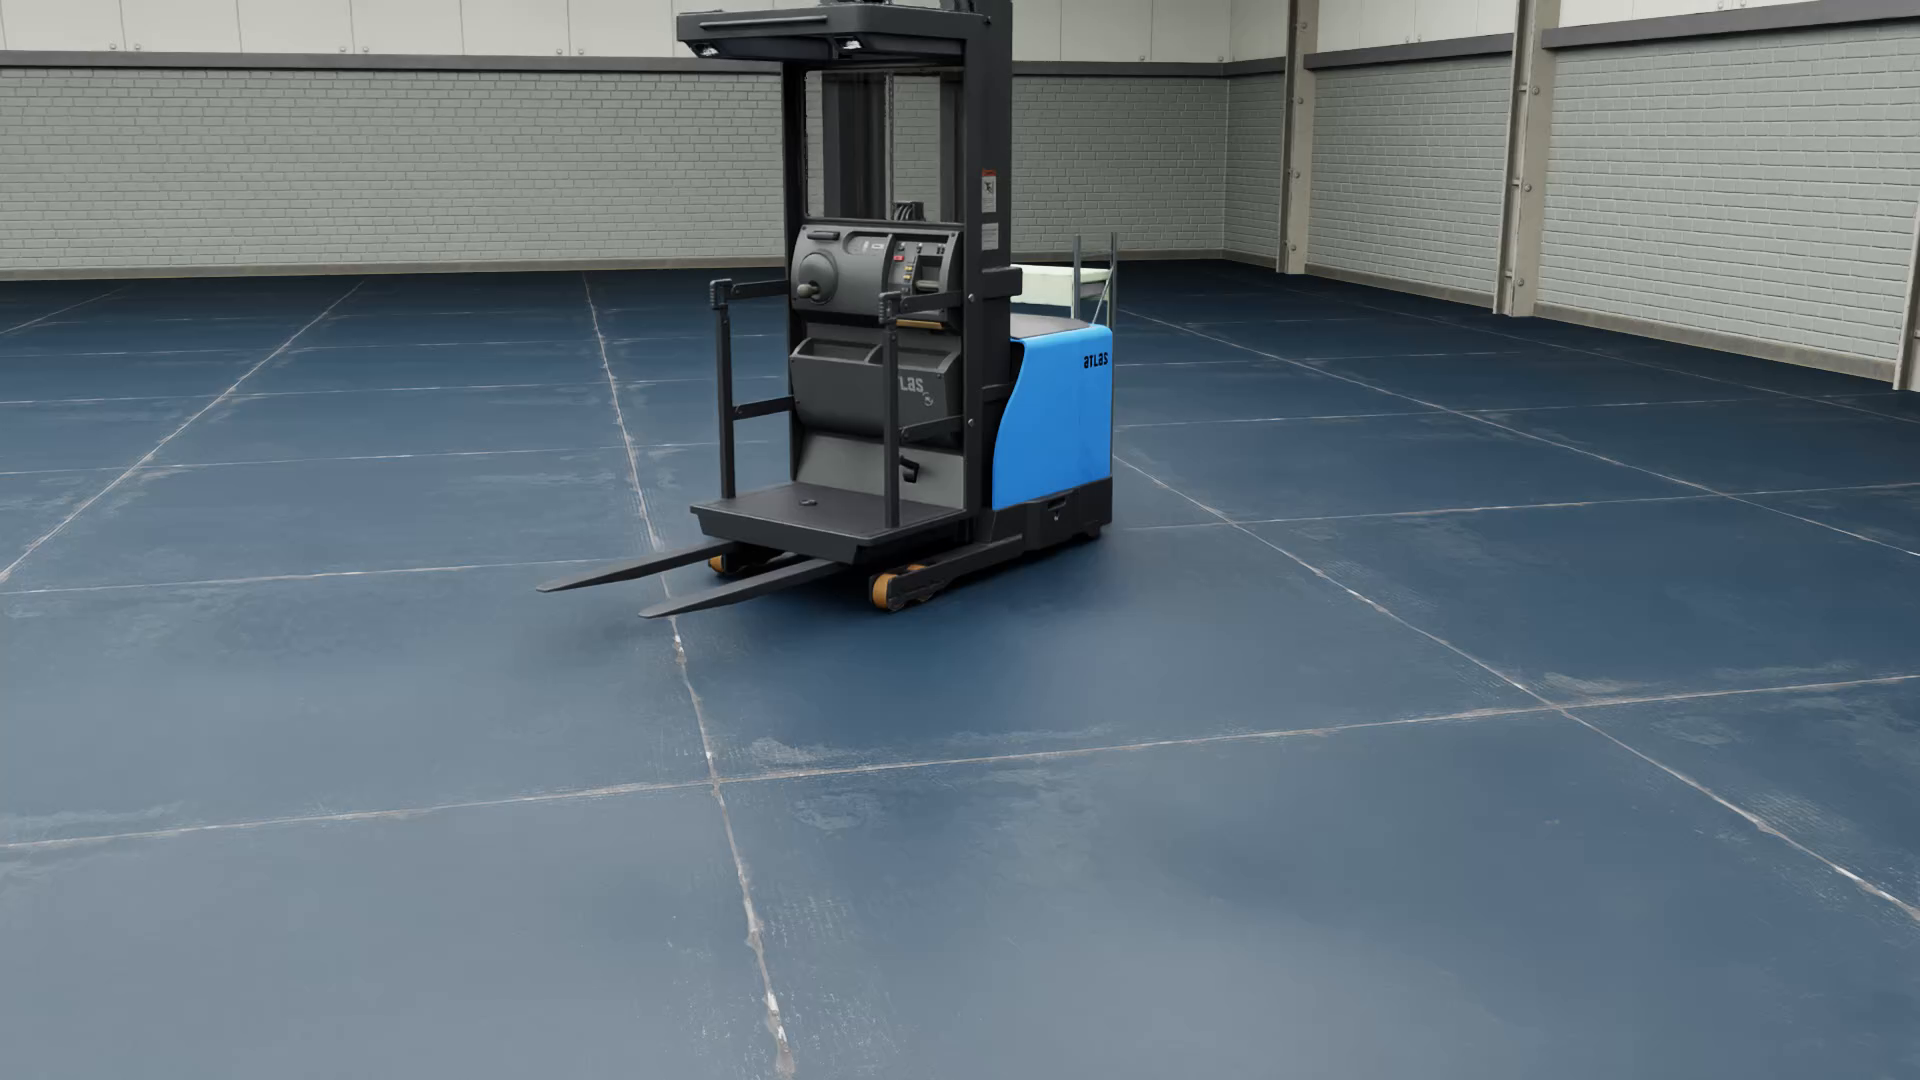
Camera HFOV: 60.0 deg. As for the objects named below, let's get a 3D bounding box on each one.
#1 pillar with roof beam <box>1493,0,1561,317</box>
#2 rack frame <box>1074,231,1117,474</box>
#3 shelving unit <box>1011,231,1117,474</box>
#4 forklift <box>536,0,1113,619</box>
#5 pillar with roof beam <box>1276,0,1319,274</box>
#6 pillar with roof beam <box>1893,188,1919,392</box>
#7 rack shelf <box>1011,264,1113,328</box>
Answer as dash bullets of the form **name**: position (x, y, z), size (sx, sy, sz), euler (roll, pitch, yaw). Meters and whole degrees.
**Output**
- **pillar with roof beam**: position (2.122, -6.698, 16.881), size (9.100, 9.000, 0.400), euler (-3, 14, -13)
- **rack frame**: position (0.704, -0.856, 8.772), size (0.023, 1.500, 0.400), euler (10, 17, 34)
- **shelving unit**: position (0.406, -0.907, 8.978), size (0.755, 1.500, 0.431), euler (10, 17, 34)
- **forklift**: position (-0.520, -1.248, 7.359), size (1.130, 2.935, 3.031), euler (10, 17, 36)
- **pillar with roof beam**: position (0.713, -8.082, 22.547), size (9.100, 9.000, 0.400), euler (-3, 14, -13)
- **pillar with roof beam**: position (3.531, -5.314, 11.215), size (9.100, 9.000, 0.400), euler (-3, 14, -13)
- **rack shelf**: position (0.406, -1.286, 8.885), size (0.720, 0.370, 0.431), euler (10, 17, 34)
